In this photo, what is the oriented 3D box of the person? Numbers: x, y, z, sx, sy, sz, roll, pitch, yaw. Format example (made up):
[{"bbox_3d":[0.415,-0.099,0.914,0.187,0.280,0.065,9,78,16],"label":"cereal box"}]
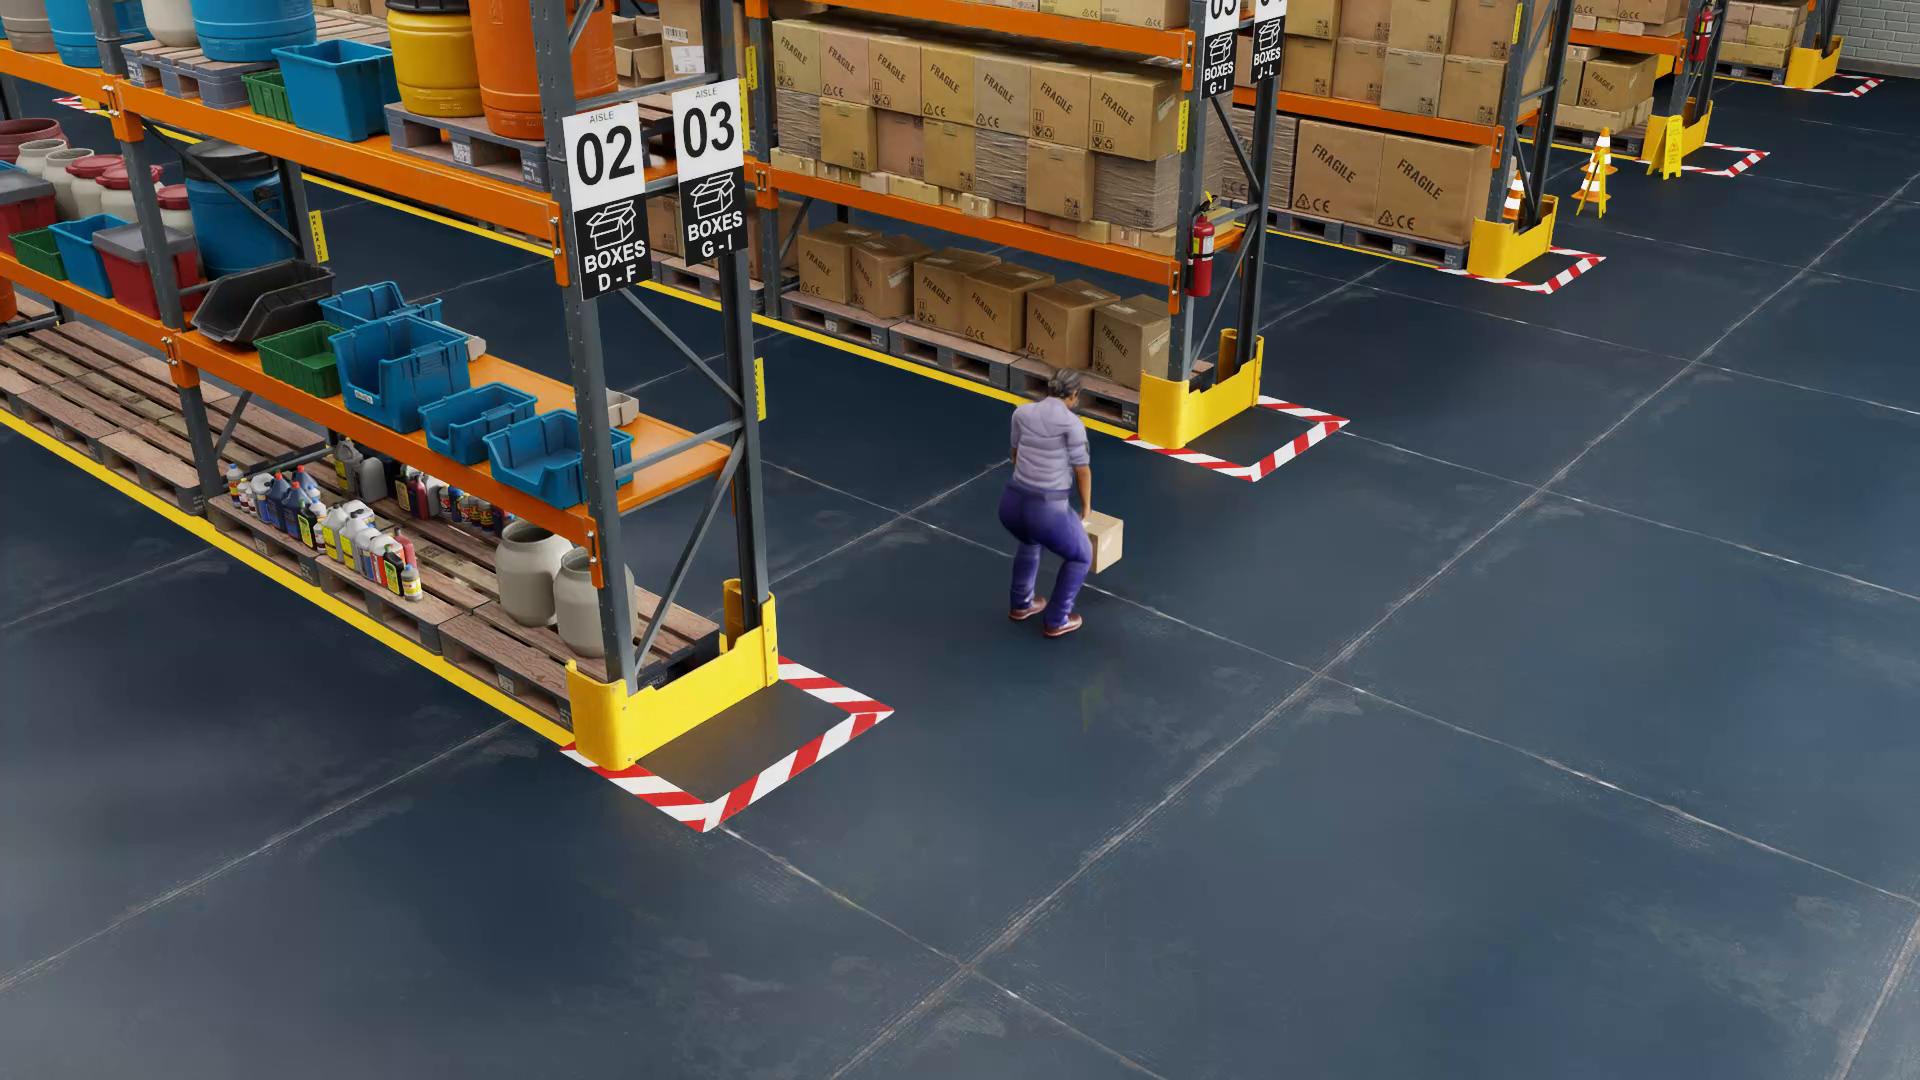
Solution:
[{"bbox_3d":[0.459,-0.202,9.209,0.525,1.490,0.551,21,34,35],"label":"person"}]
